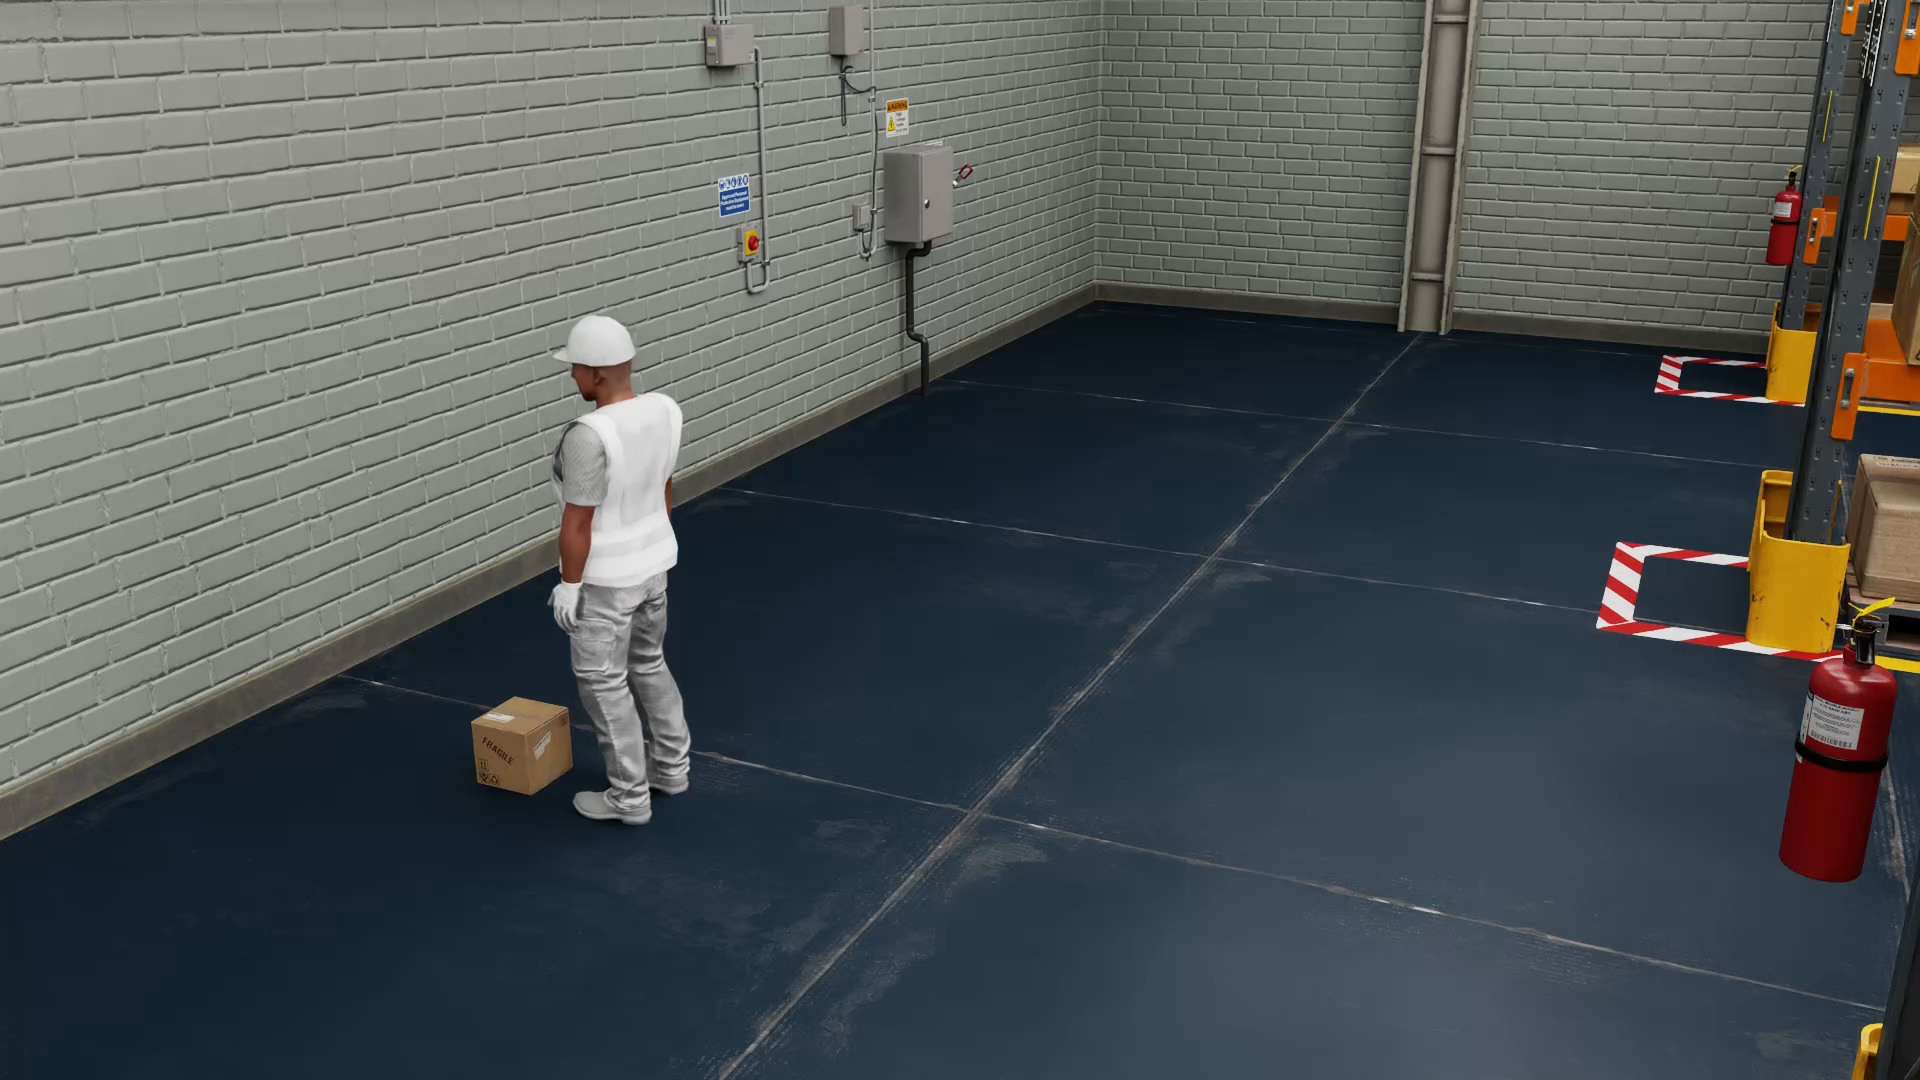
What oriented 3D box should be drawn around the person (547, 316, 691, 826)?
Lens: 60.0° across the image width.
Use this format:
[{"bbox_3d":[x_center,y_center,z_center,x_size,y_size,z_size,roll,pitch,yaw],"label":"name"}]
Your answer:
[{"bbox_3d":[-1.180,0.110,5.719,0.362,1.777,0.548,9,21,24],"label":"person"}]
